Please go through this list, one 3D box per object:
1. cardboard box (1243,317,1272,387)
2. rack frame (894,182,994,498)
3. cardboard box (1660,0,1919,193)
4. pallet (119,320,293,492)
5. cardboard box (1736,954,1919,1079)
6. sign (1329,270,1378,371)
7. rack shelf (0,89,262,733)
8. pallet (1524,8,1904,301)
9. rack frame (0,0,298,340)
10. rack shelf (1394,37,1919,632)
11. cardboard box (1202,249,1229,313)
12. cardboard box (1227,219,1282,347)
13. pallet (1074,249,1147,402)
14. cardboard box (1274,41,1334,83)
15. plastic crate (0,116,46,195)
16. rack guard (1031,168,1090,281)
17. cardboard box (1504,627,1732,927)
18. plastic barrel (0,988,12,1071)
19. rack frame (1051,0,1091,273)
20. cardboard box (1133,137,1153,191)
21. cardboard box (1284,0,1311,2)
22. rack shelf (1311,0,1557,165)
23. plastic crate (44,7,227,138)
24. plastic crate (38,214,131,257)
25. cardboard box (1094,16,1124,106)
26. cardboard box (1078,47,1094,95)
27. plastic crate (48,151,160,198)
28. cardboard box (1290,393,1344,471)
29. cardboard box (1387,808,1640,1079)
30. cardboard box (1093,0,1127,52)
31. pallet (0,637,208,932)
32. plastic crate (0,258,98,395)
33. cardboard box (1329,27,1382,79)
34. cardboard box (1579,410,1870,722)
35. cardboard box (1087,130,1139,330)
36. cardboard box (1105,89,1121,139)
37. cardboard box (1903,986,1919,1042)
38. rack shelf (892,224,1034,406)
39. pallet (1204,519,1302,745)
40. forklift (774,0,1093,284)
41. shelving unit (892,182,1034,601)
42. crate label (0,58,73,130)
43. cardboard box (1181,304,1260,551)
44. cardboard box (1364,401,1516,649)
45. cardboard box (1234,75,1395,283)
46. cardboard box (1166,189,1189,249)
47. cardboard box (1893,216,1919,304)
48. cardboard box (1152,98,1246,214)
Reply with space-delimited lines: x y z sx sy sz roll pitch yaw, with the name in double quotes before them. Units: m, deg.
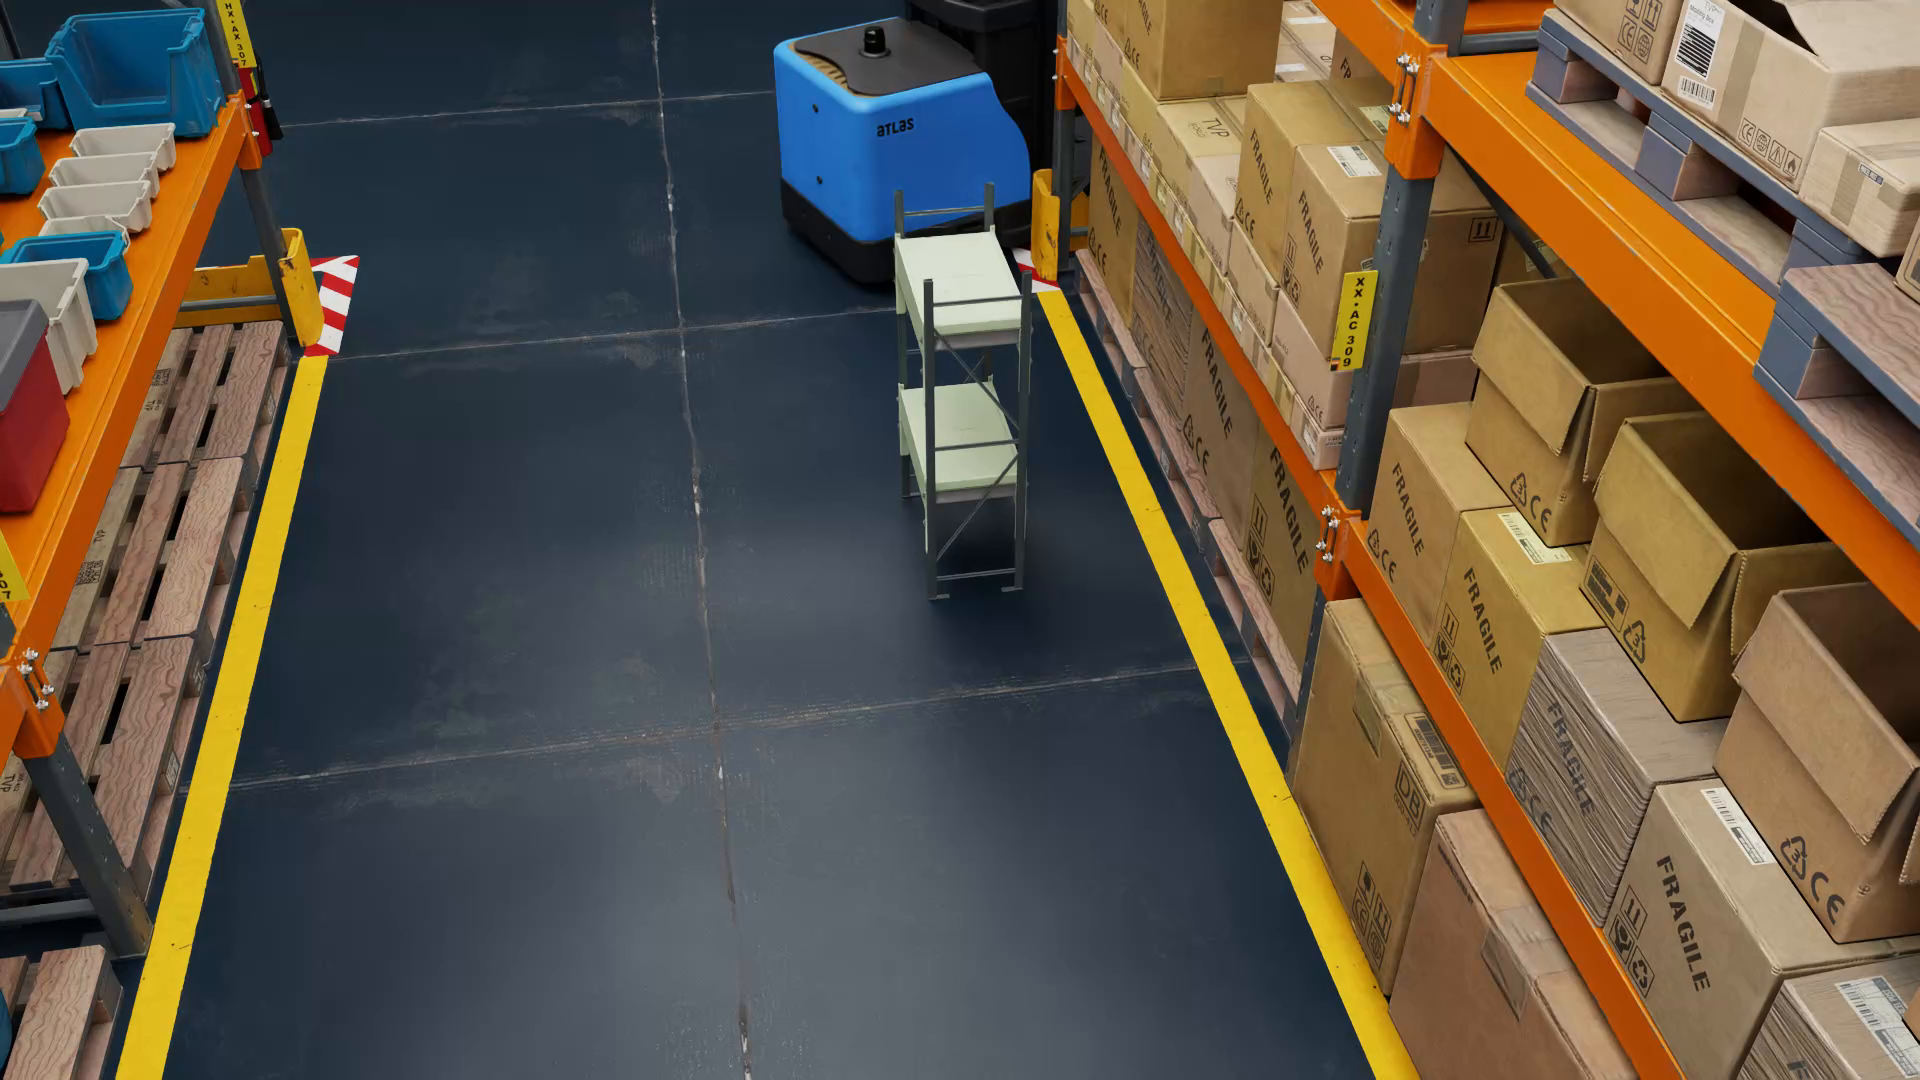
"cardboard box" 1.229 -0.685 5.892 0.380 0.149 0.250 -7 38 -9
"rack frame" -0.063 -0.809 7.069 0.400 1.500 0.023 -6 38 -8
"cardboard box" 1.799 -0.968 3.336 0.500 0.311 0.500 -7 38 -10
"pallet" -3.776 -0.605 7.857 1.003 0.211 1.213 -6 38 -8
"cardboard box" 1.890 1.165 3.224 0.500 0.500 0.500 -7 38 -9
"sign" 1.149 -0.638 4.856 0.100 0.325 0.005 -6 38 -8
"rack shelf" -3.532 -0.716 6.313 1.077 0.370 4.000 -6 38 -8
"pallet" 1.904 -0.886 3.656 0.805 0.209 1.217 -8 39 -10
"rack frame" -3.882 -2.208 7.648 1.000 3.000 0.127 -6 38 -8
"rack shelf" 2.046 -0.018 2.969 1.077 0.370 4.000 -6 38 -8
"cardboard box" 1.138 -0.996 6.292 0.380 0.149 0.250 -6 38 -7
"cardboard box" 1.266 -0.934 5.887 0.500 0.250 0.500 -5 38 -7
"pallet" 1.211 -1.165 8.578 1.003 0.211 1.213 -6 38 -8
"cardboard box" 1.518 -1.921 7.158 0.500 0.250 0.500 -7 38 -9
"plastic crate" -4.048 -1.584 6.931 0.416 0.233 0.300 -6 38 -8
"rack guard" 0.990 -1.768 9.119 1.175 0.500 0.348 -6 38 -8
"cardboard box" 1.706 0.546 4.021 0.500 0.500 0.500 -7 38 -9
"plastic barrel" -3.103 1.201 4.627 0.600 0.901 0.708 -6 38 -8
"rack frame" 0.994 -2.741 8.333 1.000 3.000 0.127 -6 38 -8
"cardboard box" 0.959 -1.616 7.089 0.380 0.149 0.250 -7 38 -8
"cardboard box" 1.340 -2.535 7.948 0.500 0.250 0.500 -7 38 -9
"rack shelf" 1.344 -2.434 6.079 1.077 0.370 4.000 -6 38 -8
"plastic crate" -3.640 -2.064 7.384 0.616 0.435 0.499 -6 38 -8
"plastic crate" -3.382 -1.136 6.433 0.298 0.136 0.250 -6 38 -8
"cardboard box" 0.910 -2.167 7.474 0.500 0.250 0.500 -7 38 -9
"cardboard box" 0.778 -2.237 7.889 0.380 0.149 0.250 -7 38 -9
"plastic crate" -3.525 -1.478 6.874 0.396 0.136 0.243 -6 38 -8
"cardboard box" 1.319 -0.375 5.492 0.380 0.149 0.250 -6 38 -8
"cardboard box" 1.984 1.272 4.557 1.225 0.875 0.875 -7 38 -10
"cardboard box" 0.900 -2.474 7.259 0.500 0.500 0.500 -7 38 -9
"pallet" -3.348 0.869 5.960 1.003 0.211 1.213 -6 38 -8
"plastic crate" -3.268 -0.711 5.768 0.437 0.282 0.530 -6 38 -8
"cardboard box" 1.688 -1.608 6.144 0.500 0.500 0.500 -7 38 -9
"cardboard box" 1.924 0.040 3.854 0.797 0.503 0.637 -6 38 -7
"cardboard box" 1.185 -1.690 8.370 0.875 0.875 0.875 -6 38 -8
"cardboard box" 0.870 -1.925 7.488 0.380 0.149 0.250 -7 38 -9
"cardboard box" 2.173 0.818 2.853 0.797 0.503 0.637 -5 38 -7
"rack shelf" 0.001 -0.896 6.545 0.431 0.370 0.720 -6 38 -8
"pallet" 1.639 0.308 6.681 1.003 0.211 1.213 -6 38 -8
"forklift" 0.509 -3.205 8.986 3.031 2.935 1.130 -20 42 -24
"shelving unit" 0.001 -0.588 6.785 0.431 1.500 0.755 -6 38 -8
"crate label" -4.163 -1.981 7.443 0.416 0.233 0.303 -6 38 -8
"cardboard box" 1.500 -0.603 6.970 0.875 0.875 0.875 -6 38 -8
"cardboard box" 1.530 -0.060 4.801 0.500 0.500 0.500 -6 38 -8
"cardboard box" 1.267 -1.231 5.659 0.500 0.500 0.500 -6 38 -7
"cardboard box" 1.050 -1.305 6.689 0.380 0.149 0.250 -6 38 -7
"cardboard box" 2.017 -0.532 2.618 0.797 0.503 0.637 -7 38 -9
"cardboard box" 1.091 -1.549 6.678 0.500 0.250 0.500 -7 38 -9
